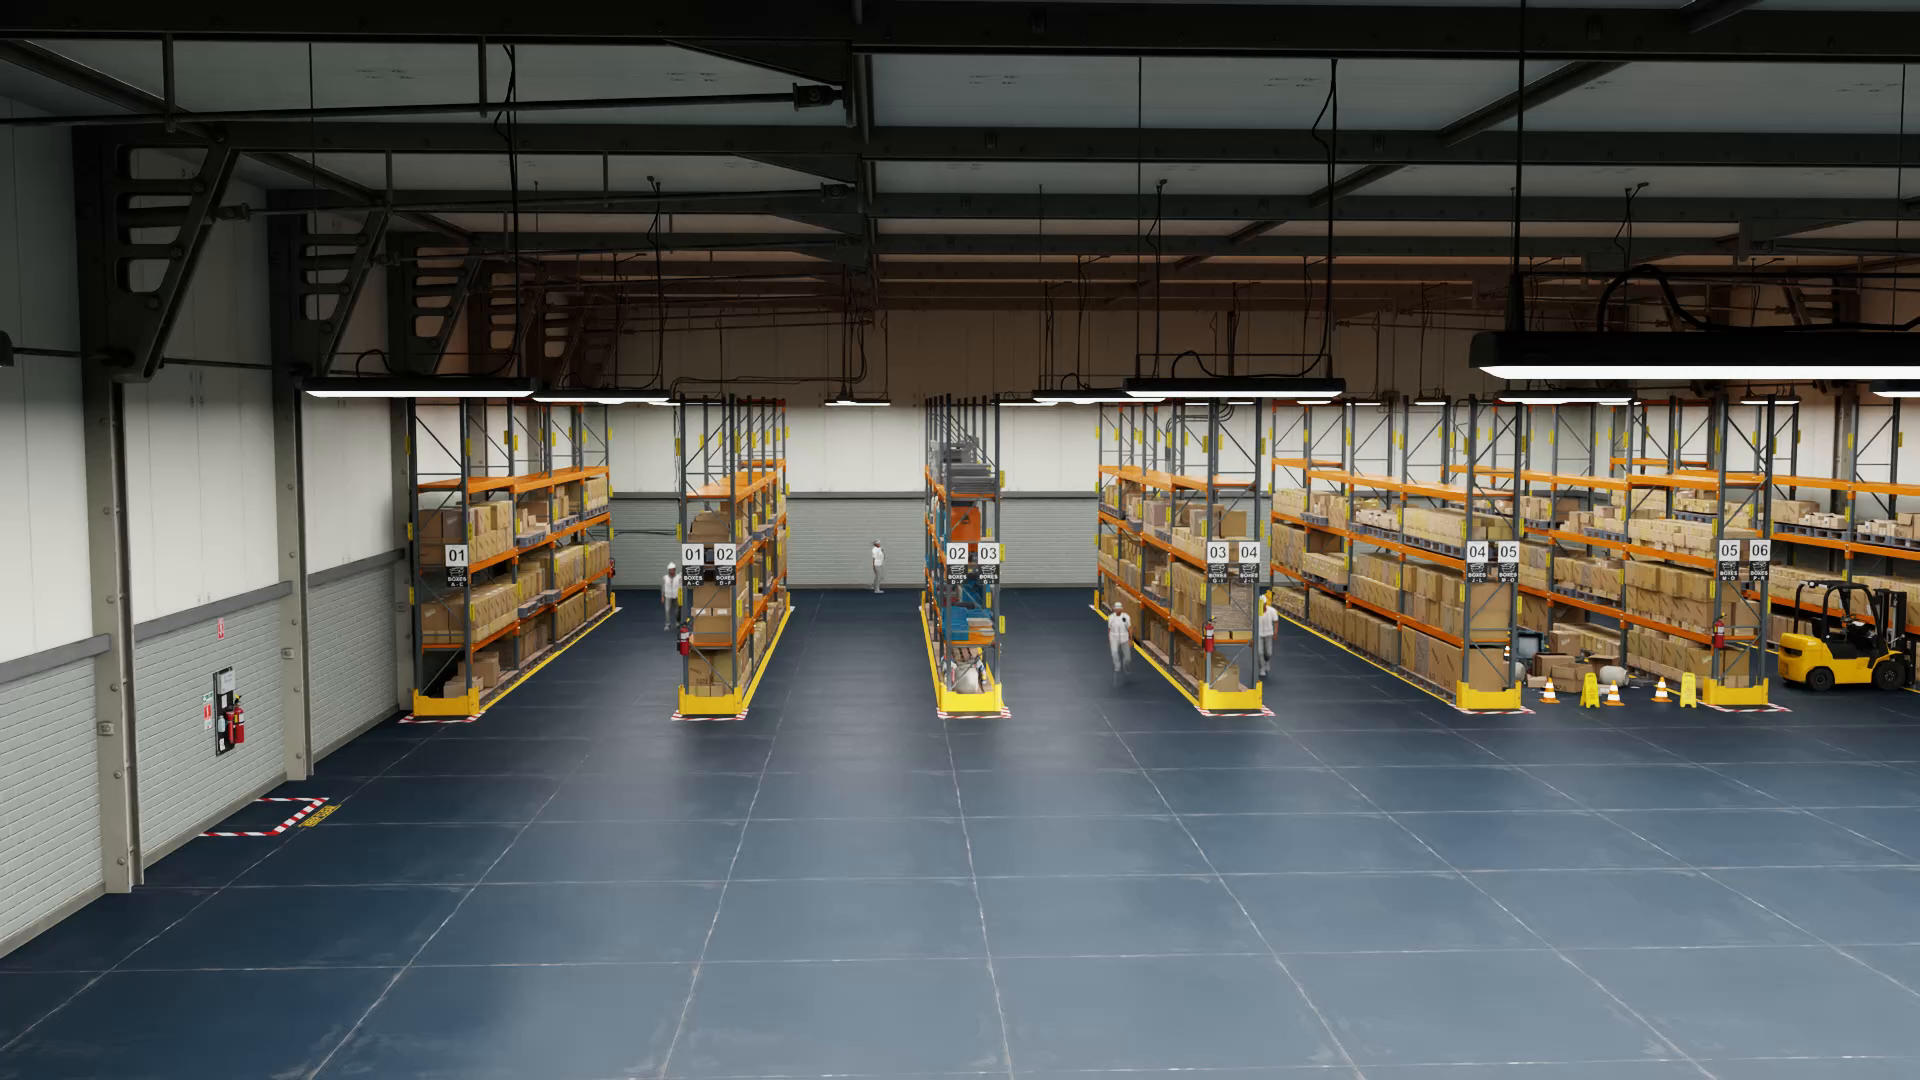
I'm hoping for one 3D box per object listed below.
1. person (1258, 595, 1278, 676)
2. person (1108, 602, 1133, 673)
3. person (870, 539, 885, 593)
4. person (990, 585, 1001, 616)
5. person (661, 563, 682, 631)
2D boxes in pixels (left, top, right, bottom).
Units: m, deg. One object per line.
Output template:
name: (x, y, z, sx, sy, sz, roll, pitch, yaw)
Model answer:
person: (6.522, 2.031, 35.801, 0.636, 1.739, 0.674, 1, 5, 7)
person: (3.346, 2.052, 34.674, 0.504, 1.541, 0.919, 0, 5, 6)
person: (-2.592, 0.792, 51.595, 0.502, 1.676, 0.437, 1, 5, 15)
person: (0.807, 1.271, 45.101, 0.577, 1.711, 1.087, -1, 5, -8)
person: (-7.433, 1.460, 42.933, 0.612, 1.715, 1.074, 0, 5, 0)
